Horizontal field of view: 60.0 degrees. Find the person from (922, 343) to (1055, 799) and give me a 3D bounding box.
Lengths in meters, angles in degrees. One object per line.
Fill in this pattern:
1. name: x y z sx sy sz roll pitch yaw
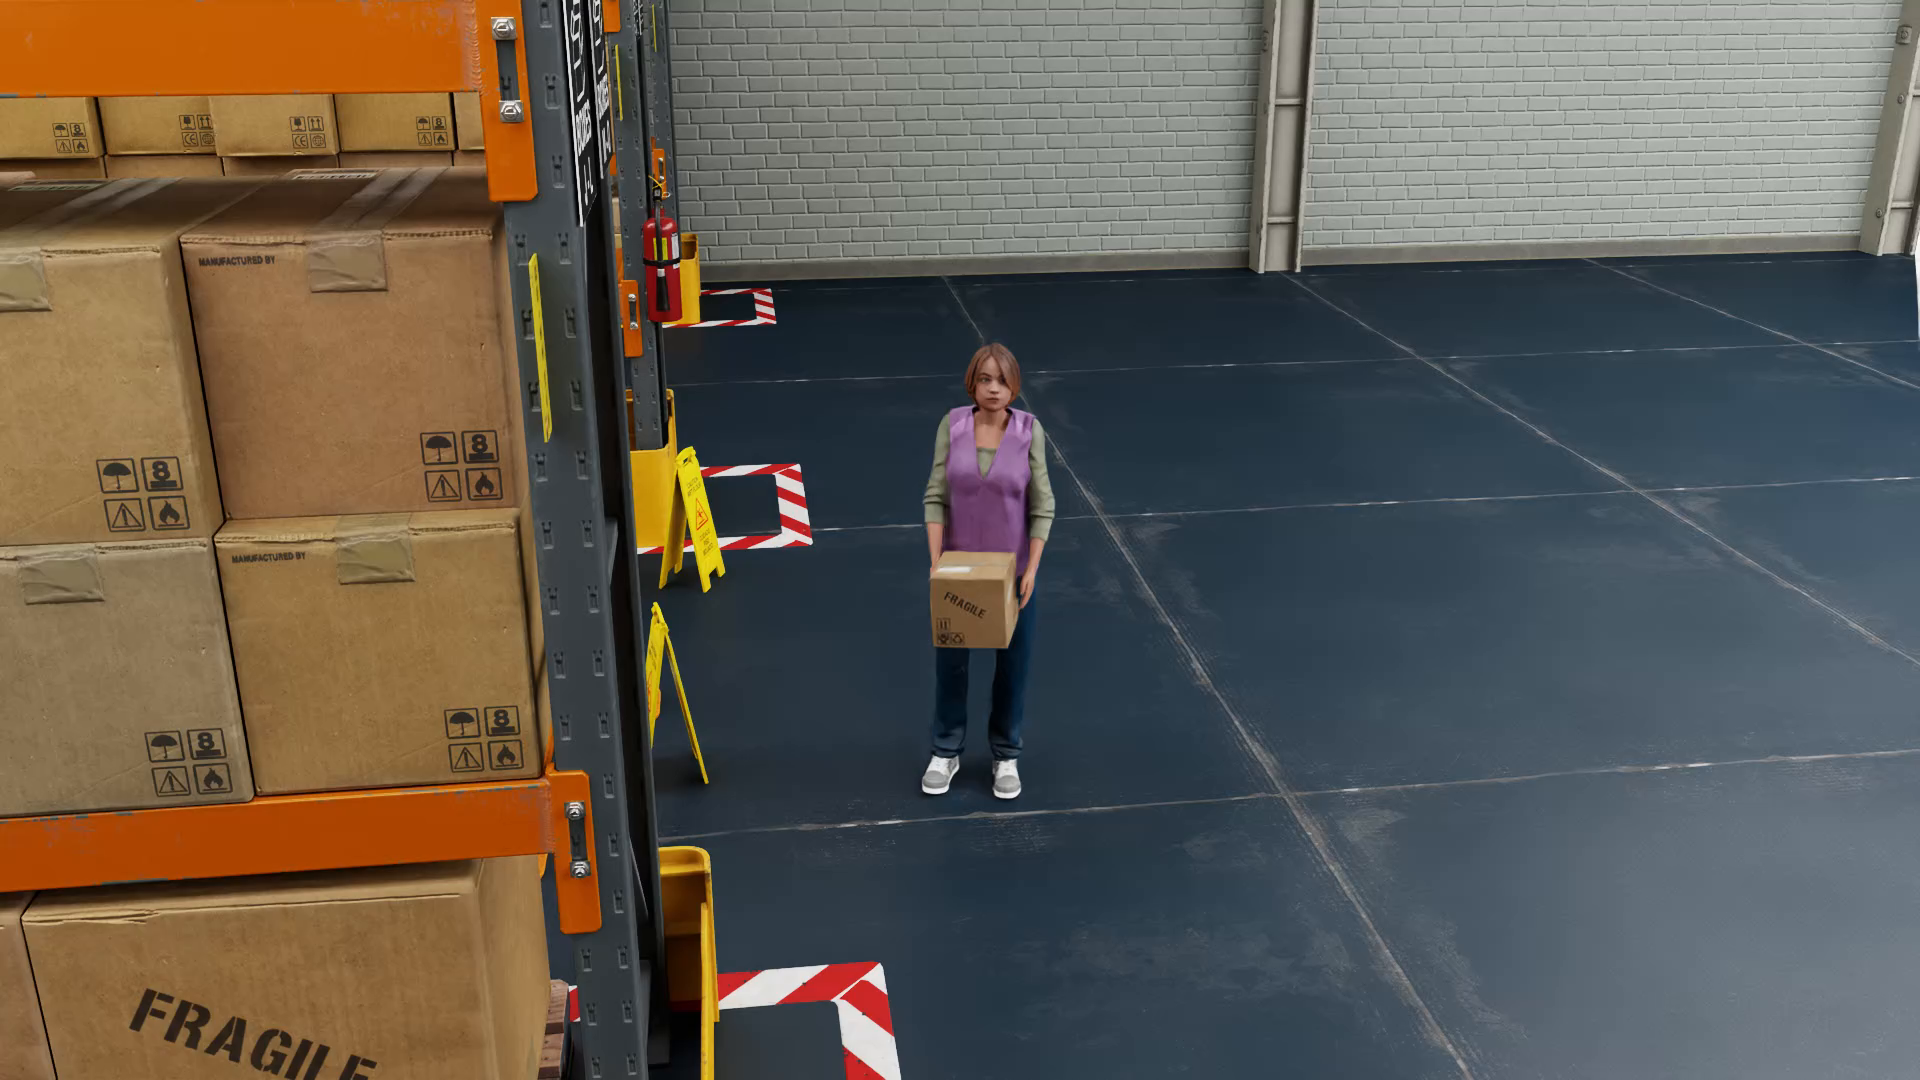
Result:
1. person: 0.095 0.125 5.746 0.455 1.601 0.417 2 20 5
